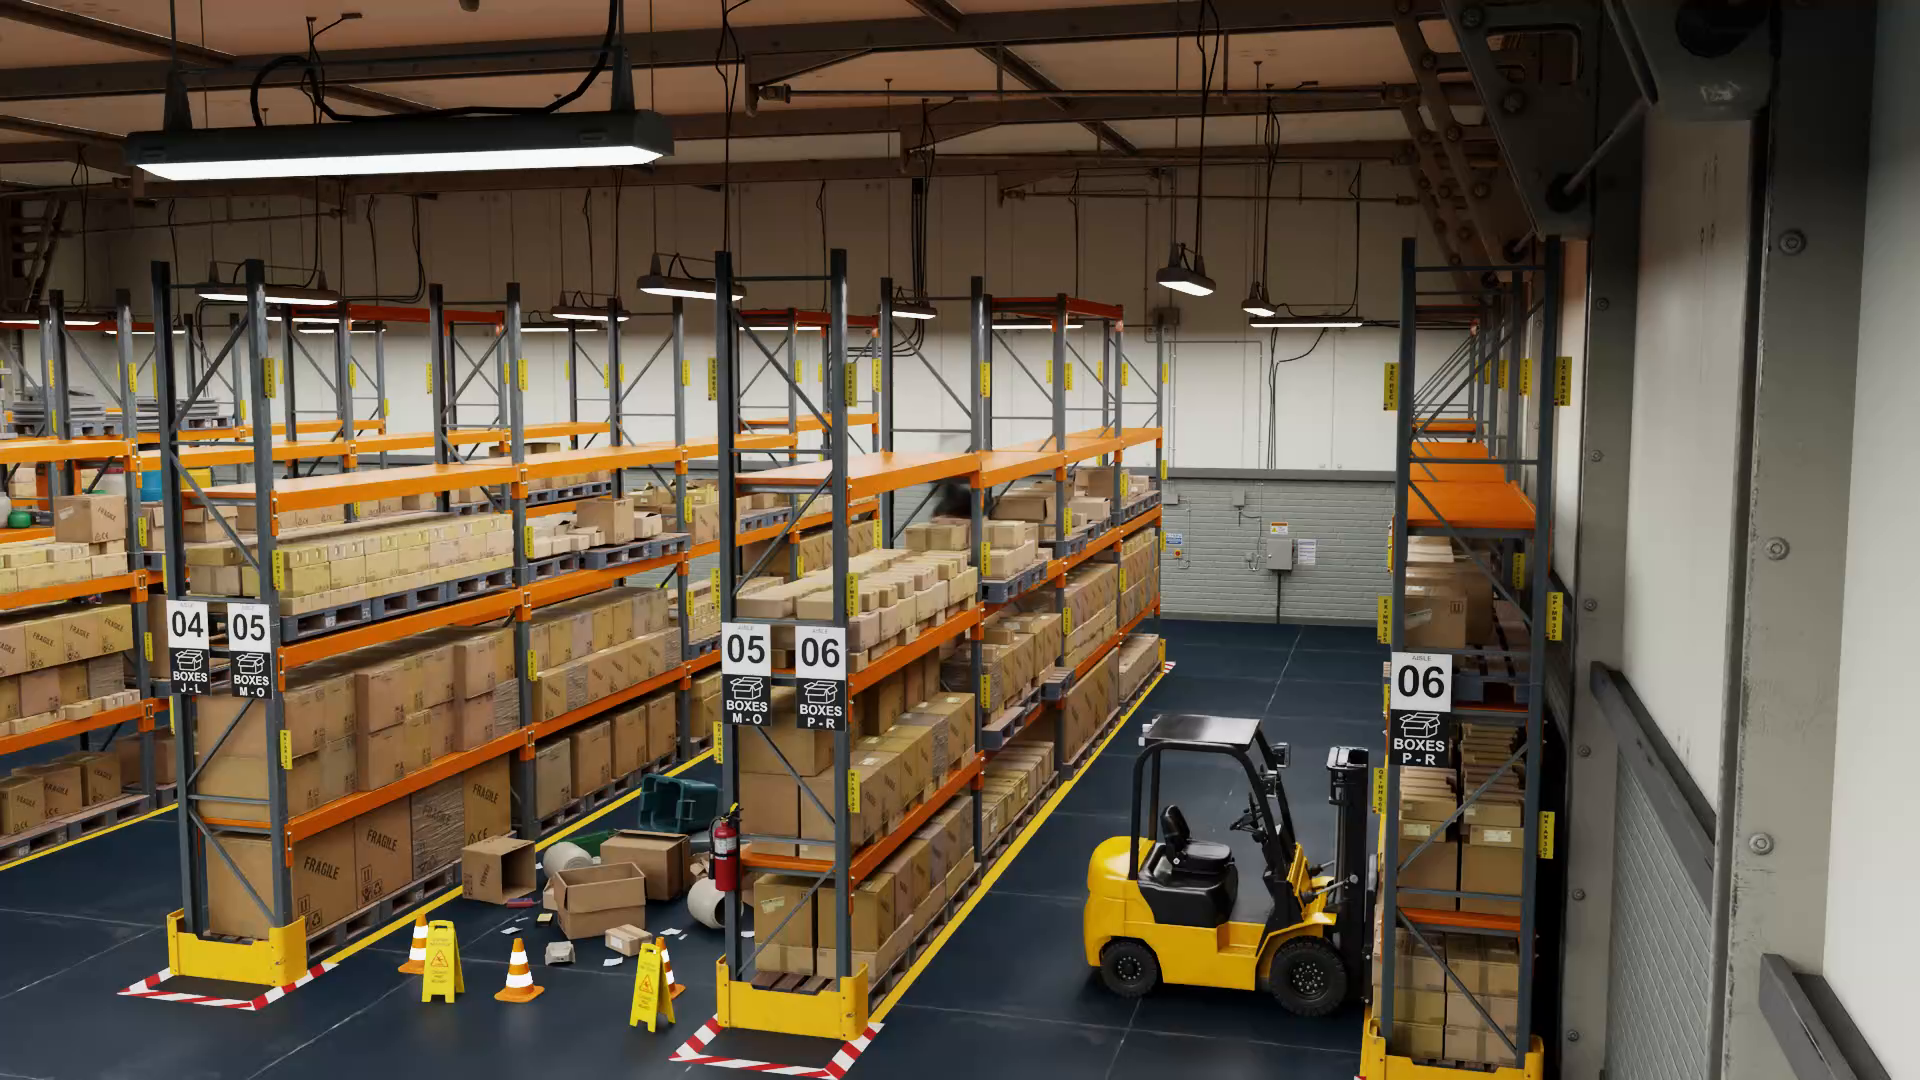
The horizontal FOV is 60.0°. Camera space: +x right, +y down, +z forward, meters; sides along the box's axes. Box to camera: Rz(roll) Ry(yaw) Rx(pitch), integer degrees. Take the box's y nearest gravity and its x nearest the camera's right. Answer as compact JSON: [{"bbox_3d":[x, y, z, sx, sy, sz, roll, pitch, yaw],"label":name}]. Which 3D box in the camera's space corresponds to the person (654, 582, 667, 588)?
[{"bbox_3d":[-4.734,1.528,26.162,0.686,1.721,0.597,2,6,19],"label":"person"}]
